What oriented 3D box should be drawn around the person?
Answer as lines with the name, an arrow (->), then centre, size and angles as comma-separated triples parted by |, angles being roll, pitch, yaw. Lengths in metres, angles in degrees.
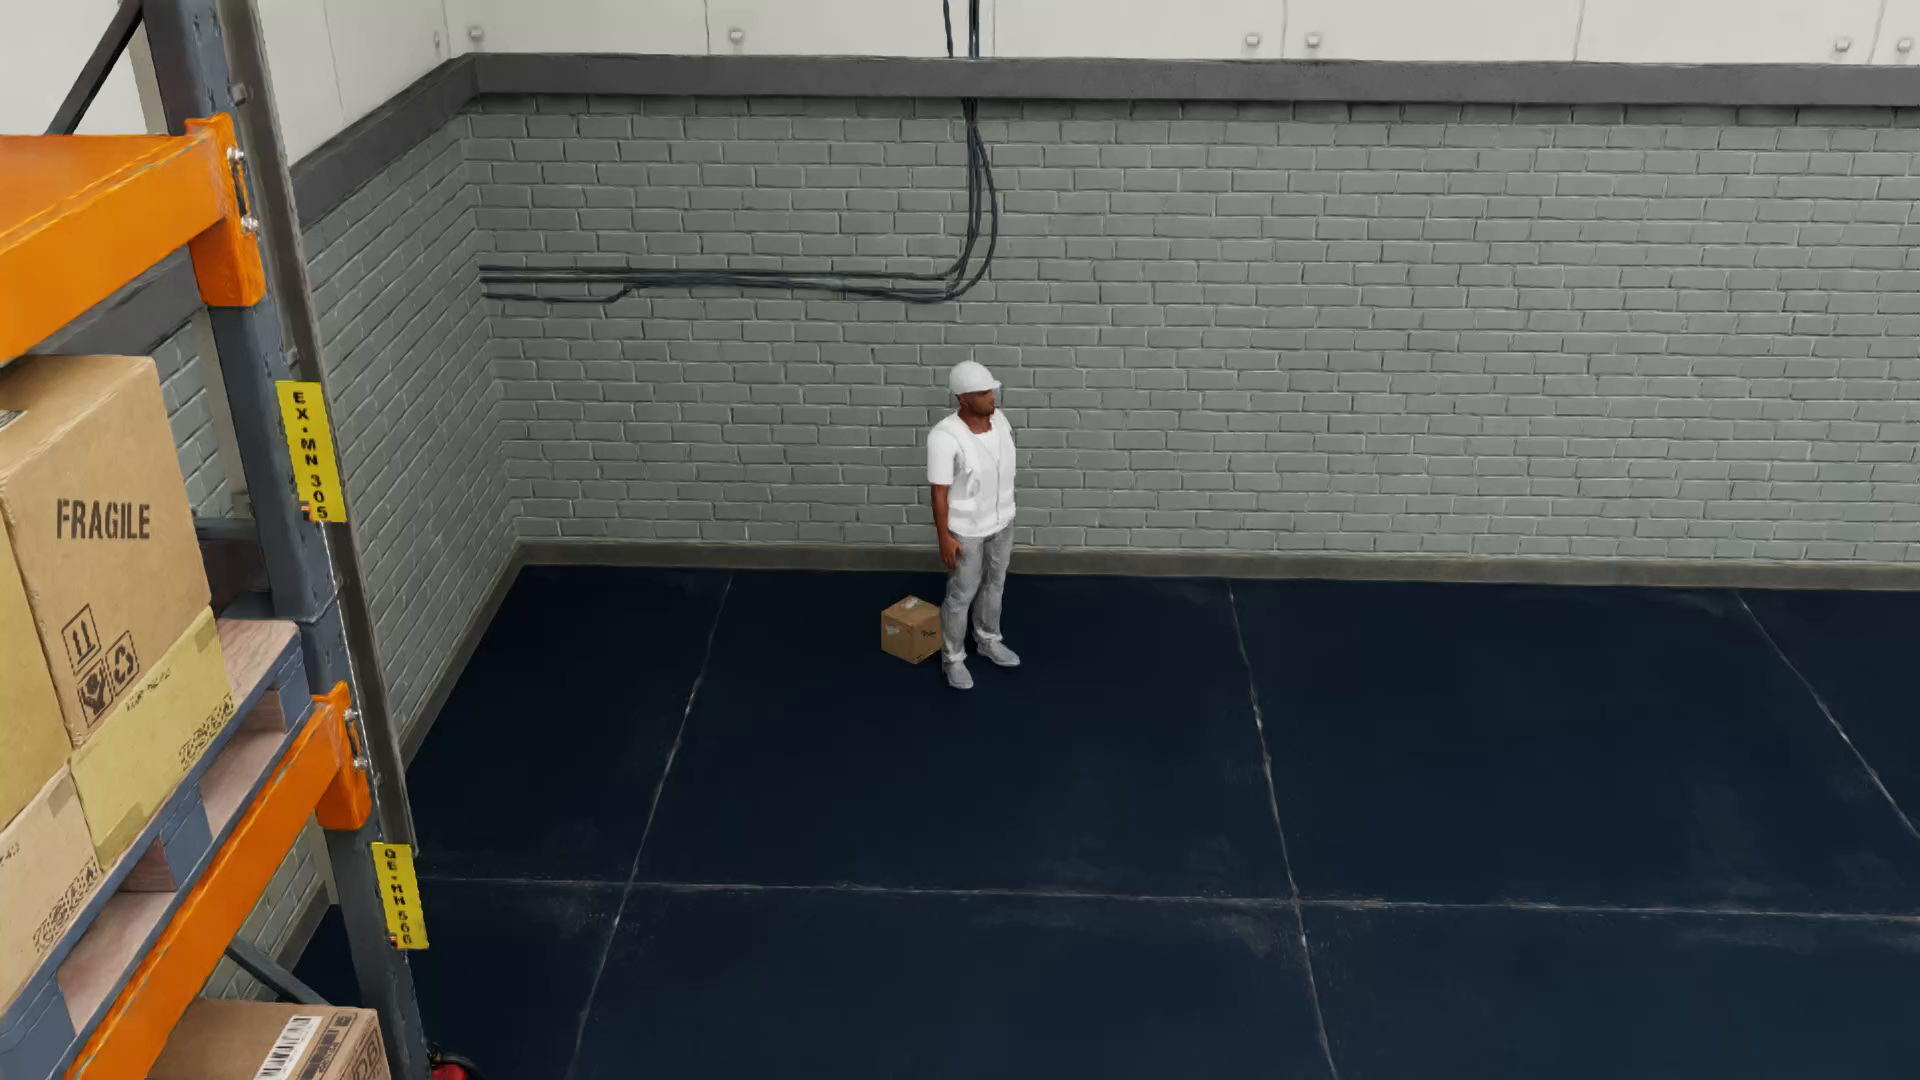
person -> 0.101, -0.096, 8.738 | 0.573, 1.771, 0.376 | -25, 37, -38
